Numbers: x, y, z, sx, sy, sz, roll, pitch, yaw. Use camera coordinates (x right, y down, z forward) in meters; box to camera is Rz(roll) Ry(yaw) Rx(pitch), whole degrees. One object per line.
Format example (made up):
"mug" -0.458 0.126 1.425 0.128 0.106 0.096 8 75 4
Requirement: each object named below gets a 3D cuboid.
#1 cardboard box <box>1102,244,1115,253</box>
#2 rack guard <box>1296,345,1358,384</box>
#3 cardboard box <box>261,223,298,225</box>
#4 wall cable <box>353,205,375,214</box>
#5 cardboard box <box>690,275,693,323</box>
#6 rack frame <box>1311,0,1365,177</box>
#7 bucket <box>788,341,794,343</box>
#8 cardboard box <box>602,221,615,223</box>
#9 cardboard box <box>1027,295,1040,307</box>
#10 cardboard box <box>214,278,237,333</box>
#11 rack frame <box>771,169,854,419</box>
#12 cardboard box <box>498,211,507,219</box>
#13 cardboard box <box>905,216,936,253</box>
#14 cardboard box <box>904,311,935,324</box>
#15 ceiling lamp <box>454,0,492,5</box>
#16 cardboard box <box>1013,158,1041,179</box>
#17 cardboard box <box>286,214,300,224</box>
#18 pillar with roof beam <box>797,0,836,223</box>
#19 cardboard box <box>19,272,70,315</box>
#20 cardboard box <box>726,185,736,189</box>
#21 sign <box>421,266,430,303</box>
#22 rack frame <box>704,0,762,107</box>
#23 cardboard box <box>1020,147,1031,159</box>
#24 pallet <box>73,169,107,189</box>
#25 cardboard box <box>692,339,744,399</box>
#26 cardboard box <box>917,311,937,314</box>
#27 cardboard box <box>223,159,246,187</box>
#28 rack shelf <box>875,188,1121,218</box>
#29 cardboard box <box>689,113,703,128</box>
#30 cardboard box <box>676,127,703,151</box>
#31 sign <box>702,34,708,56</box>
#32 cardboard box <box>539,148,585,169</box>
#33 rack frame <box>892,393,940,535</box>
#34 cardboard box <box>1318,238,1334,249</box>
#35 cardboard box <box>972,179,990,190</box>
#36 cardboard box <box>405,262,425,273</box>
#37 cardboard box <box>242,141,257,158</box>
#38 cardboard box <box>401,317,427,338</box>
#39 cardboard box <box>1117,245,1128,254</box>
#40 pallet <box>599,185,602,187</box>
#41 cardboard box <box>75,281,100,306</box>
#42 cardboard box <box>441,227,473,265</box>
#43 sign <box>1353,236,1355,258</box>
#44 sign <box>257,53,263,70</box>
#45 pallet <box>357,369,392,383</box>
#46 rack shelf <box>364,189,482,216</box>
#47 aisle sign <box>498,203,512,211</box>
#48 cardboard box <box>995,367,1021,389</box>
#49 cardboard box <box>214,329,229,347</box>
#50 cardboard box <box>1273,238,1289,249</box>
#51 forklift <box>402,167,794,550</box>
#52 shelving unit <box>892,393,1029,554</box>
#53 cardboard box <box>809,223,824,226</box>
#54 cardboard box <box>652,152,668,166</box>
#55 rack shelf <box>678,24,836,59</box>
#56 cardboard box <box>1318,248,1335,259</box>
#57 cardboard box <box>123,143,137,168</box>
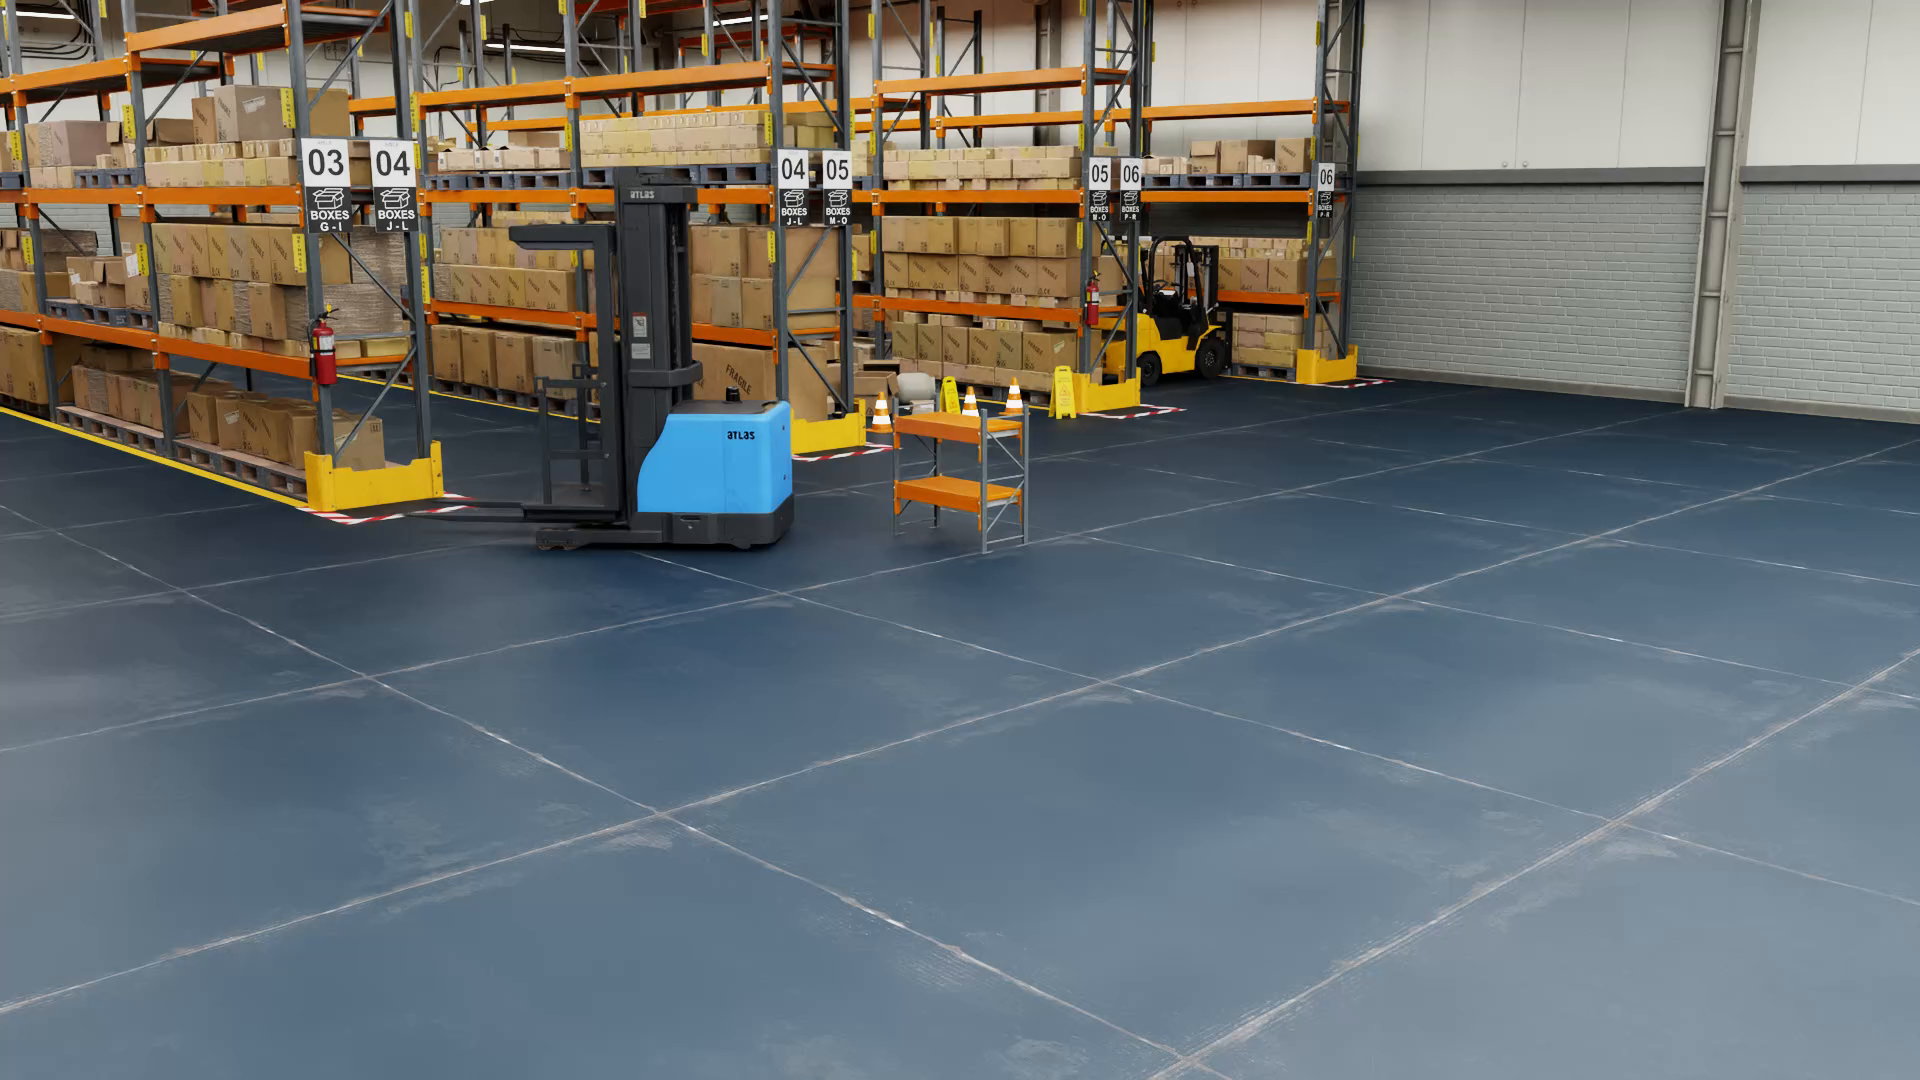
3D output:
"cardboard box" 2.355 -4.850 27.664 0.380 0.149 0.250 -10 15 -41
"rack guard" 5.531 -2.653 25.049 1.175 0.500 0.348 -11 16 -43
"cardboard box" -6.802 -2.902 16.603 0.500 0.500 0.500 -11 16 -43
"wall cable" -13.033 -6.856 36.661 0.585 1.953 0.123 -11 16 -43
"cardboard box" -2.960 -2.853 19.455 0.875 0.550 0.500 -11 16 -43
"rack frame" 5.514 -6.819 24.209 1.000 3.000 0.127 -11 16 -43
"bucket" -2.584 -2.510 22.508 0.726 0.611 0.620 -5 3 -23
"cardboard box" -5.893 -5.304 28.996 0.500 0.500 0.500 -11 16 -43
"cardboard box" 1.097 -3.152 21.900 0.380 0.149 0.250 -11 16 -44
"cardboard box" -6.684 -2.296 16.138 0.875 0.500 0.500 -11 16 -43
"rack frame" -1.584 -2.484 18.034 1.000 3.000 0.127 -11 16 -43
"cardboard box" -8.554 -6.171 31.599 0.250 0.149 0.380 11 16 43
"cardboard box" -0.352 -4.285 23.312 0.700 0.500 0.500 -11 16 -42
"cardboard box" -0.580 -3.166 23.652 0.380 0.149 0.250 -11 16 -42
"ceiling lamp" -7.364 -10.311 26.692 0.800 3.185 2.000 -11 16 -43
"cardboard box" 1.042 -4.842 21.683 0.500 0.250 0.500 -11 16 -43
"cardboard box" -10.391 -4.951 26.544 0.500 0.500 0.500 11 16 43
"pillar with roof beam" -5.715 -8.198 30.900 9.100 9.000 0.548 -11 16 -43
"cardboard box" -11.285 -3.062 20.590 0.500 0.500 0.500 -10 15 -41
"cardboard box" -3.503 -5.632 26.506 0.380 0.149 0.250 -11 16 -43
"sign" -4.848 -2.307 15.031 0.100 0.325 0.005 -11 16 -43
"rack frame" -3.598 -7.294 26.516 1.000 3.000 0.127 -11 16 -43
"cardboard box" 1.002 -5.055 21.728 0.380 0.149 0.250 -11 16 -42
"pallet" -9.071 -4.024 18.543 1.213 0.211 1.003 -11 16 -43
"cardboard box" -2.709 -1.867 19.264 0.875 0.875 0.875 -11 16 -43
"cardboard box" -0.458 -4.061 30.845 0.500 0.500 0.500 -10 15 -41
"cardboard box" -6.452 -3.387 15.354 0.500 0.250 0.500 -10 16 -41
"rack shelf" 0.546 -4.597 22.641 1.077 0.370 4.000 -11 16 -43
"cardboard box" -2.761 -4.625 18.353 0.380 0.149 0.250 -11 16 -42
"cardboard box" -2.815 -4.459 18.533 0.500 0.250 0.500 -11 16 -43
"sign" -3.997 -7.752 26.028 0.100 0.325 0.005 -11 16 -43
"cardboard box" -4.949 -4.799 20.920 0.500 0.250 0.500 -11 16 -42
"rack frame" -0.356 -0.626 13.663 0.500 1.125 0.032 -11 16 -43
"cardboard box" 5.437 -4.472 25.091 0.380 0.149 0.250 -11 16 -44
"cardboard box" 0.385 -4.766 22.298 0.380 0.149 0.250 -11 16 -43
"cardboard box" -7.779 -3.888 23.696 0.380 0.149 0.250 -10 16 -41
"cardboard box" -6.212 -3.508 14.954 0.380 0.149 0.250 -11 16 -42
"cardboard box" -8.127 -3.136 24.493 0.500 0.250 0.500 -11 16 -42
"cardboard box" 2.782 -4.748 27.168 0.380 0.149 0.250 -11 16 -43
"pallet" -5.691 -6.188 29.055 1.217 0.209 0.805 11 16 43
"cardboard box" -9.774 -2.831 19.048 0.500 0.250 0.500 11 16 44
"cardboard box" -6.805 -4.123 23.266 0.700 0.500 0.500 -11 16 -43
"sign" 5.920 -4.420 25.090 0.100 0.325 0.005 -11 16 -43
"sign" -12.217 -8.367 29.014 0.100 0.325 0.005 -11 16 -43
"pallet" -8.485 -2.578 25.401 1.003 0.211 1.213 -11 16 -43
"rack shelf" -8.489 -5.060 24.888 1.077 0.370 4.000 -11 16 -43
"aisle sign" -8.948 -6.851 32.786 0.394 0.787 0.004 -11 16 -43
"cardboard box" 0.822 -2.205 22.452 0.500 0.250 0.500 -11 16 -42
"cardboard box" -7.027 -1.978 16.201 0.380 0.149 0.250 -11 16 -43
"cardboard box" 4.922 -4.448 24.973 0.380 0.149 0.250 -11 16 -42
"forklift" -2.920 -1.460 13.236 3.031 2.935 1.130 1 12 4
"shelving unit" -0.005 -0.552 13.303 0.538 1.125 1.048 -11 16 -43
"cardboard box" -2.264 -4.875 26.005 0.250 0.149 0.380 11 16 42
"cardboard box" -3.290 -4.346 18.973 0.380 0.149 0.250 -11 16 -42
"rack shelf" -4.154 -10.138 33.863 1.077 0.370 4.000 -11 16 -43
"cardboard box" 5.468 -4.333 25.154 0.250 0.149 0.380 11 16 44
"cardboard box" -8.725 -4.124 17.851 0.396 0.266 0.258 -10 15 -41
